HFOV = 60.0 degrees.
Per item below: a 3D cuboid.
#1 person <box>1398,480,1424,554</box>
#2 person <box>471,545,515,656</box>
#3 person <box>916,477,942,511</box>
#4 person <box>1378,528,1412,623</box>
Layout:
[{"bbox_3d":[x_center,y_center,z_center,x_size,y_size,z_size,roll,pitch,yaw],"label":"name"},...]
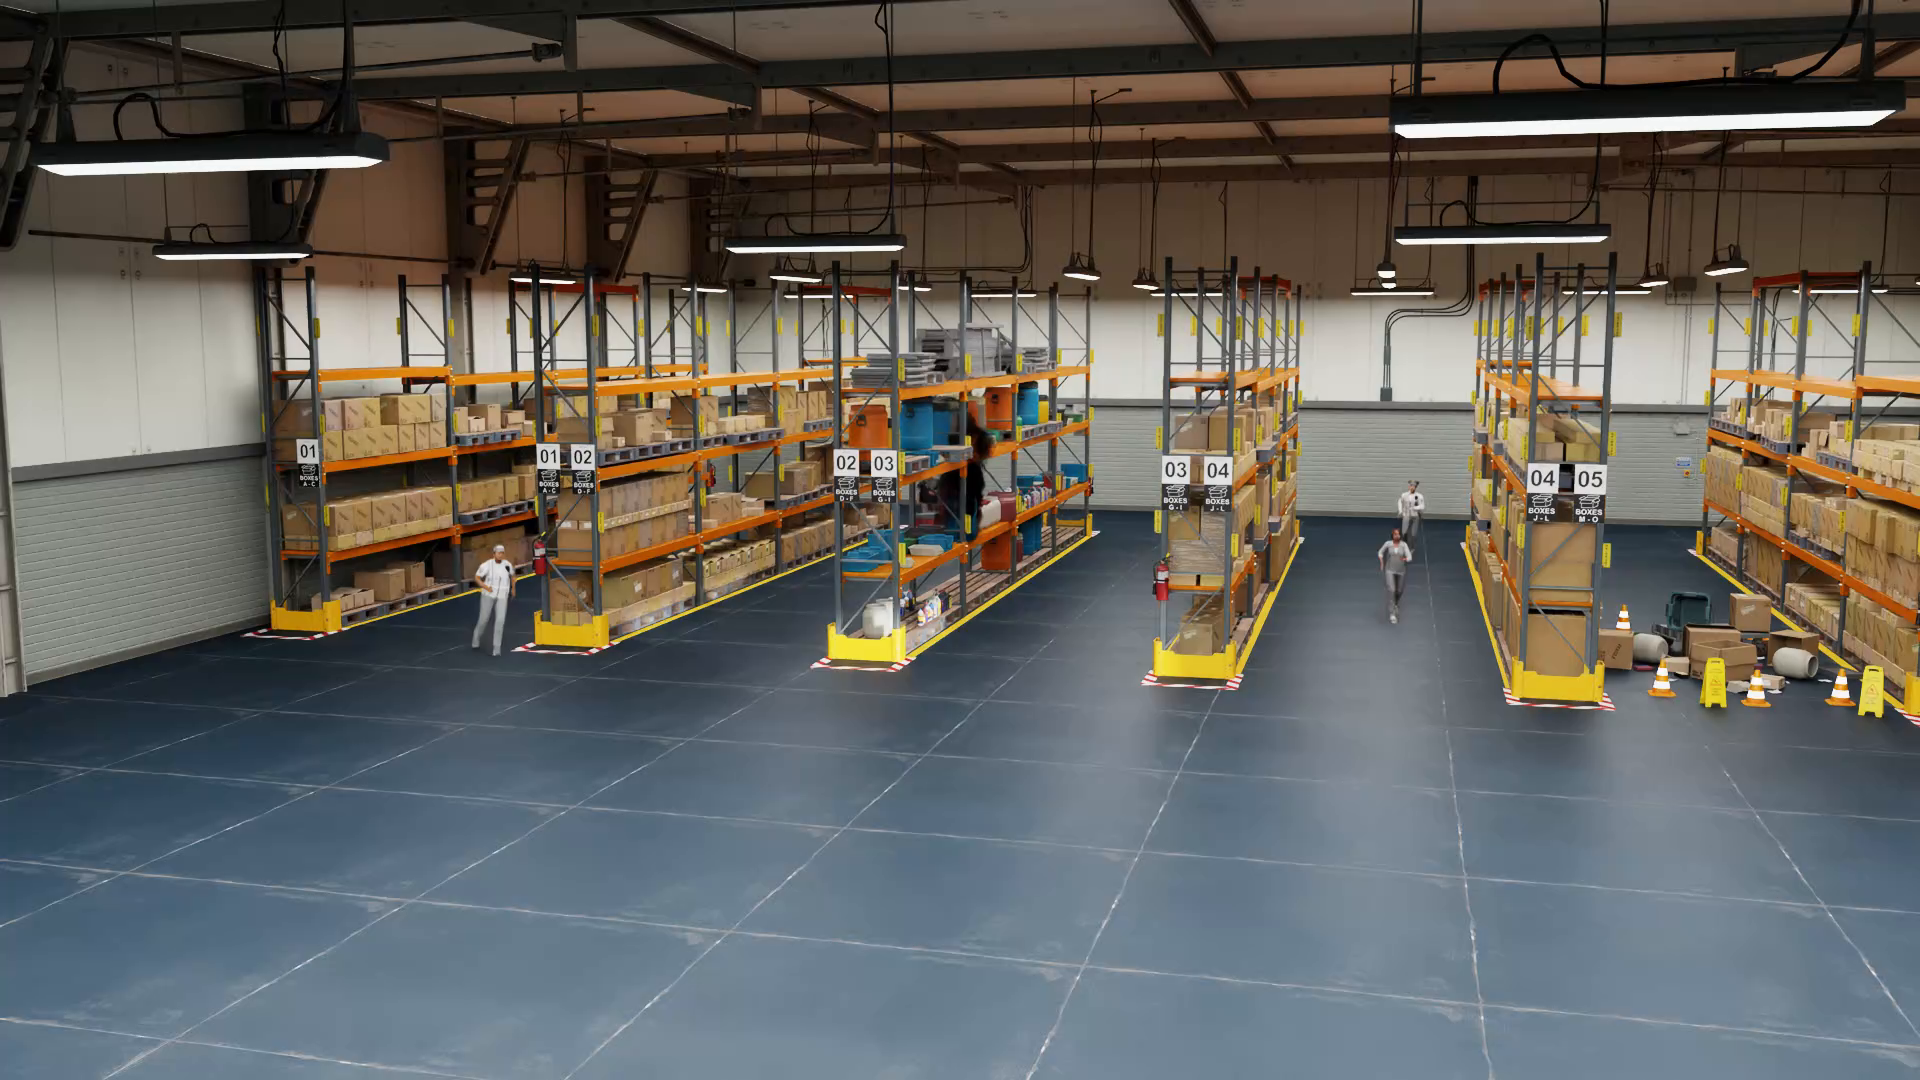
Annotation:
[{"bbox_3d":[9.953,-0.493,36.743,0.586,1.688,0.666,3,8,19],"label":"person"},{"bbox_3d":[-7.225,0.908,25.880,0.692,1.662,0.911,-4,8,-26],"label":"person"},{"bbox_3d":[-0.739,-0.827,39.293,0.630,1.773,0.747,0,7,2],"label":"person"},{"bbox_3d":[7.456,0.583,28.502,0.534,1.583,0.889,1,7,5],"label":"person"}]
